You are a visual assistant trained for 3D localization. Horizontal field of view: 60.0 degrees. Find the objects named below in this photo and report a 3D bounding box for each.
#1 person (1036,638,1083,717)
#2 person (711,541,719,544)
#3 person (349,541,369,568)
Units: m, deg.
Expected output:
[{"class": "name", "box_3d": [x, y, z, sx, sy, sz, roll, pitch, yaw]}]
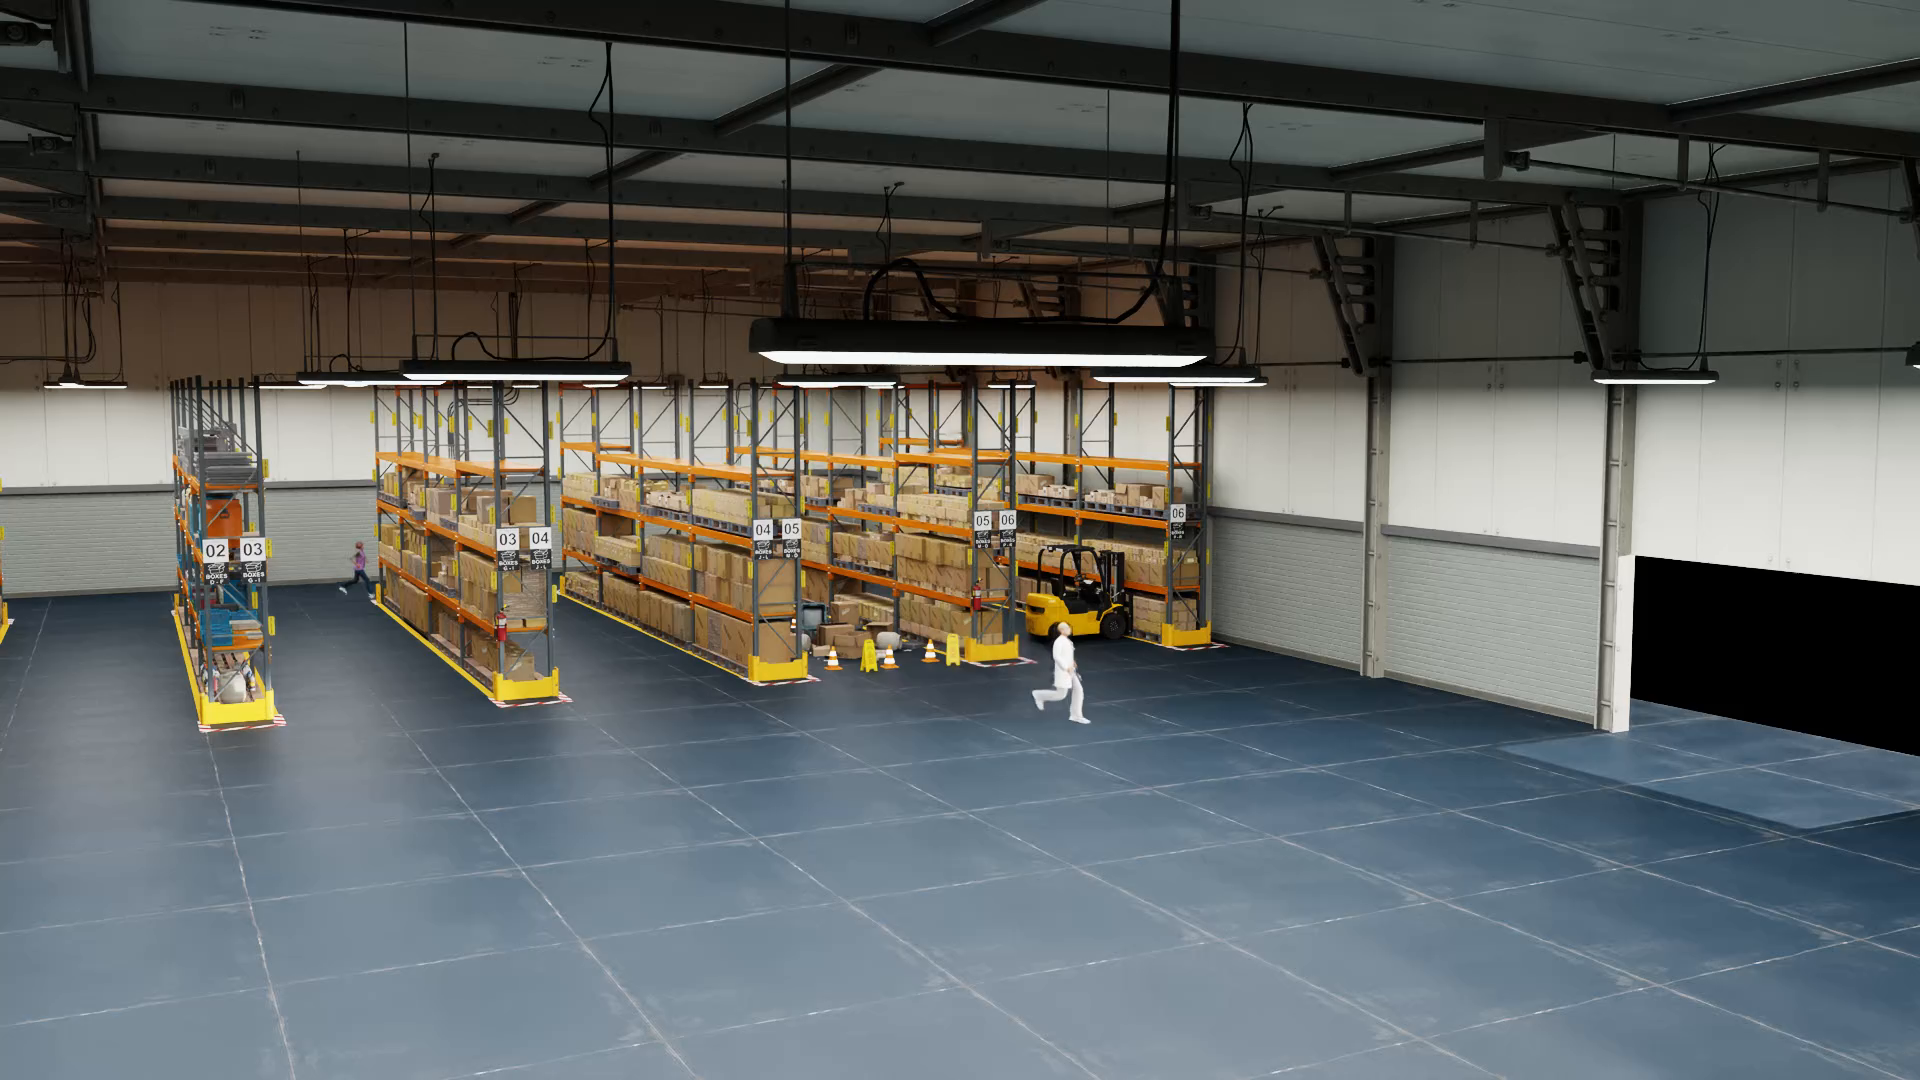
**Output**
[{"class": "person", "box_3d": [1.750, 2.372, 28.936, 0.808, 1.420, 0.398, 2, 6, 23]}, {"class": "person", "box_3d": [-6.622, 0.891, 44.933, 0.403, 1.711, 0.830, -3, 6, -30]}, {"class": "person", "box_3d": [-16.648, 0.436, 46.095, 0.517, 0.784, 0.506, -2, 5, -19]}]
